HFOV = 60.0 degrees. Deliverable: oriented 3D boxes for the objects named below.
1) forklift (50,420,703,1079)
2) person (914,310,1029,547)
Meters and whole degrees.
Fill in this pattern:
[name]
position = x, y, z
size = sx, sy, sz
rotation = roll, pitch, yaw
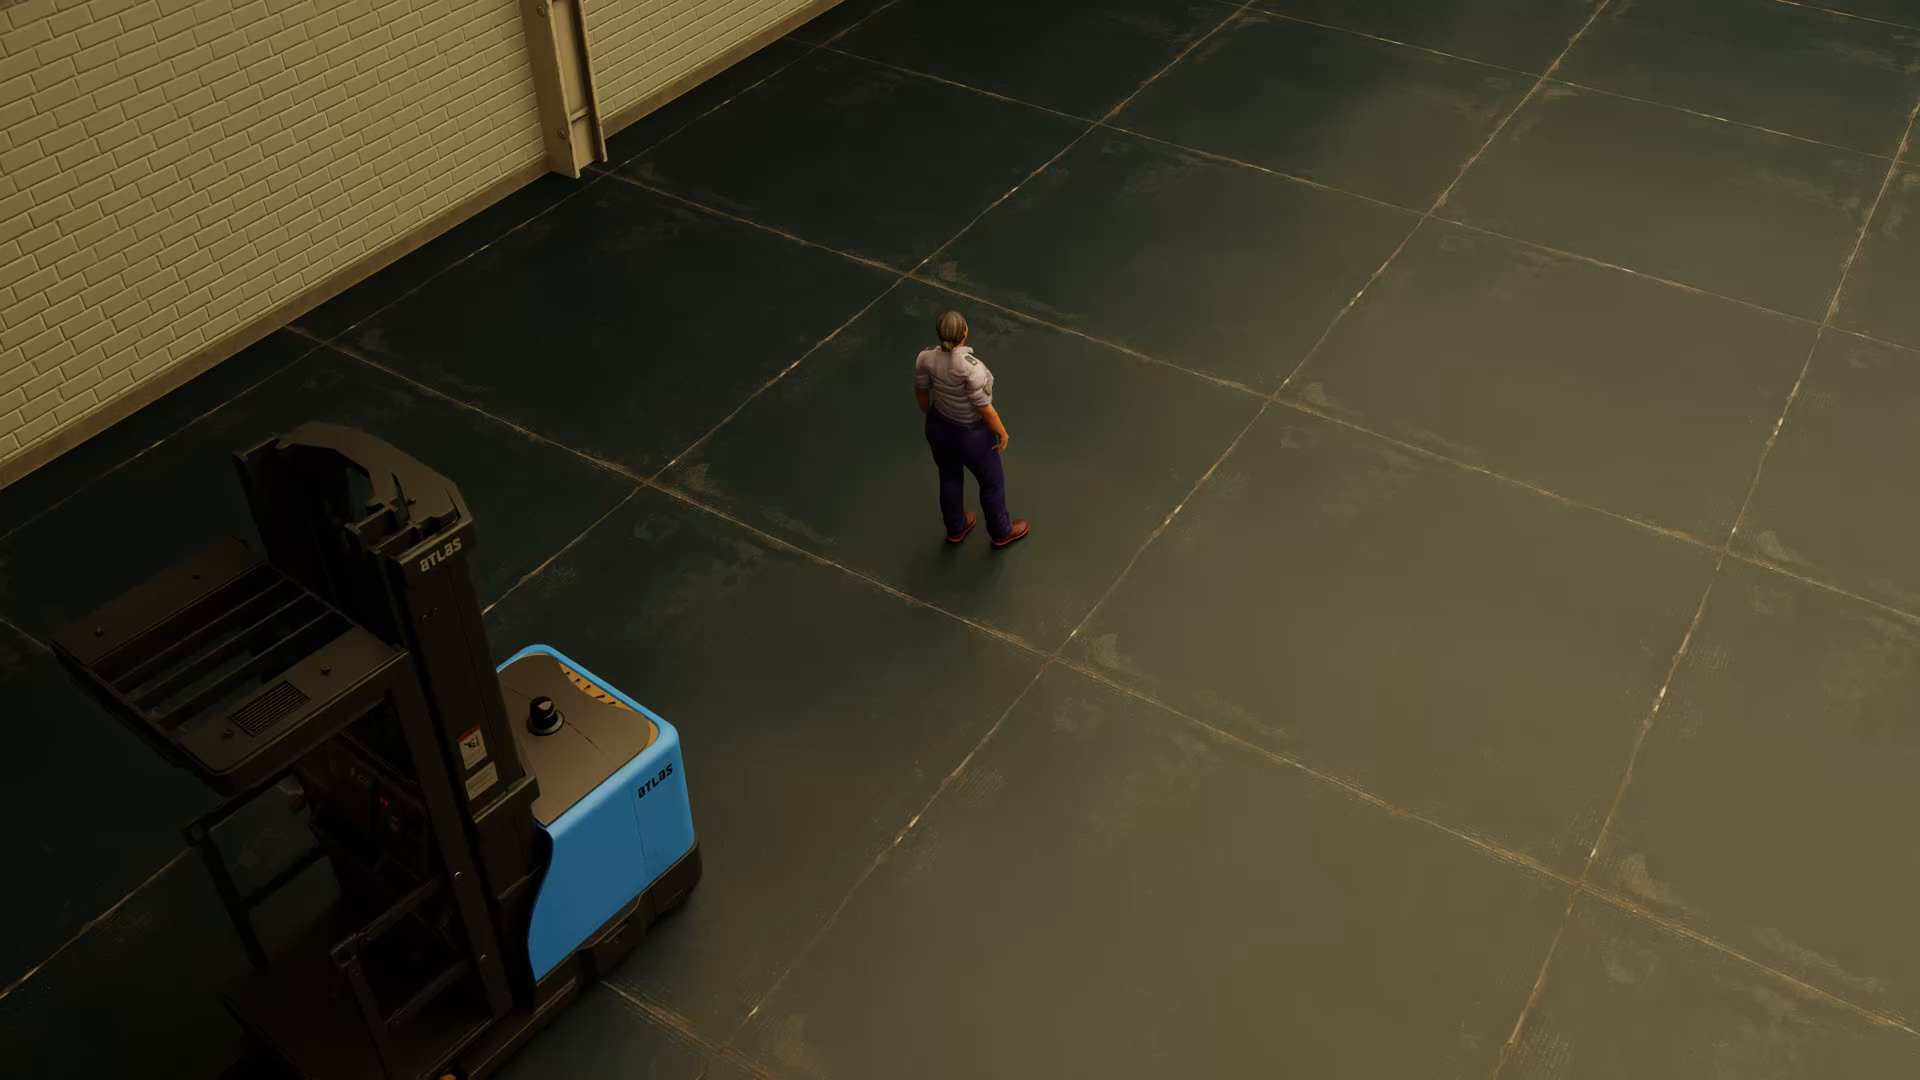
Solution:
[forklift]
position = -2.575, 1.118, 6.647
size = 1.130, 2.935, 3.031
rotation = 27, 47, 28
[person]
position = 0.068, -0.671, 9.750
size = 0.598, 1.637, 0.501
rotation = 22, 45, 24
